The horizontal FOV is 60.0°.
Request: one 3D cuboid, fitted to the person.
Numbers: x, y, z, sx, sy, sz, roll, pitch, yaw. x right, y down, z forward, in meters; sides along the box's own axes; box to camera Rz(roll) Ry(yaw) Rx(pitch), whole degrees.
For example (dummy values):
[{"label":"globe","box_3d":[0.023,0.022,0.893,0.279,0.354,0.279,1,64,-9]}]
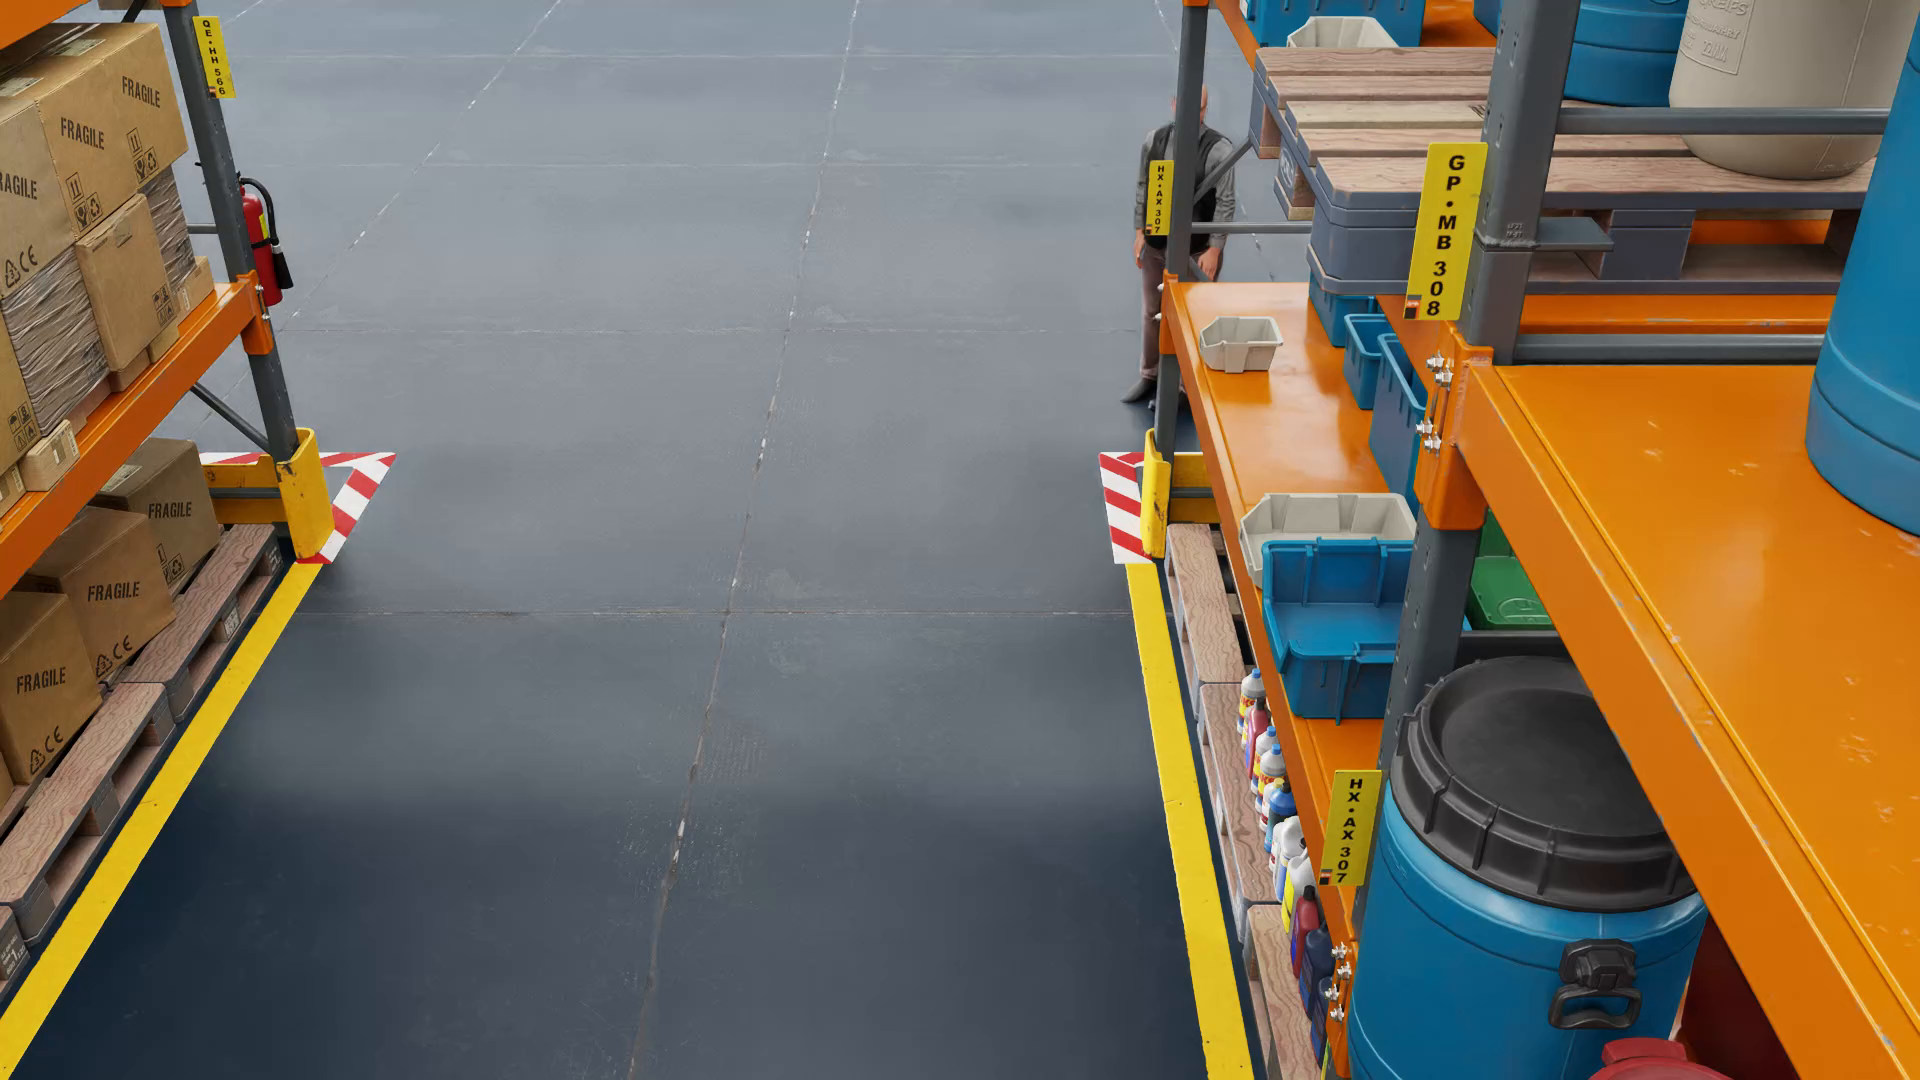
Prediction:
[{"label":"person","box_3d":[1.122,-1.491,8.602,0.571,1.761,0.423,22,38,32]}]
